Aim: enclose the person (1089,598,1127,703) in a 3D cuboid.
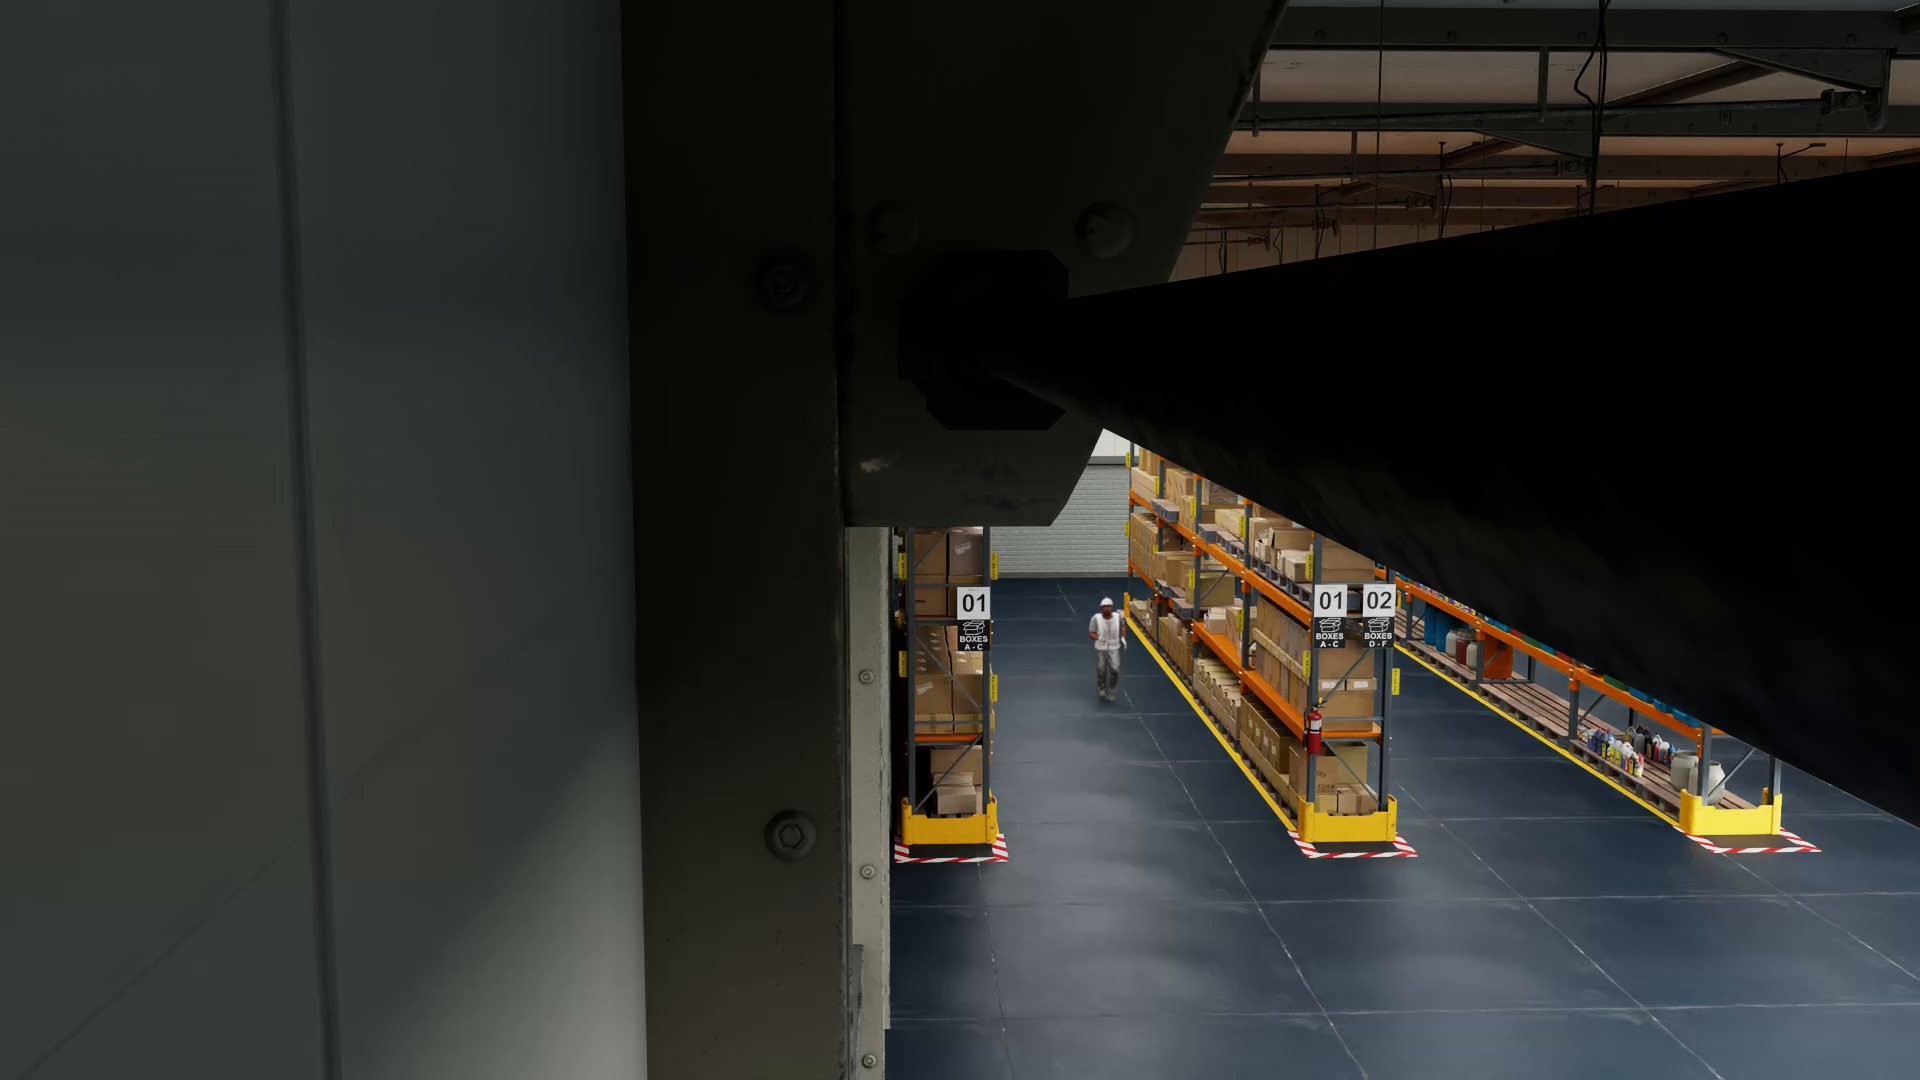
[{"bbox_3d":[2.500,1.860,28.084,0.664,1.784,0.793,0,7,-2],"label":"person"}]
